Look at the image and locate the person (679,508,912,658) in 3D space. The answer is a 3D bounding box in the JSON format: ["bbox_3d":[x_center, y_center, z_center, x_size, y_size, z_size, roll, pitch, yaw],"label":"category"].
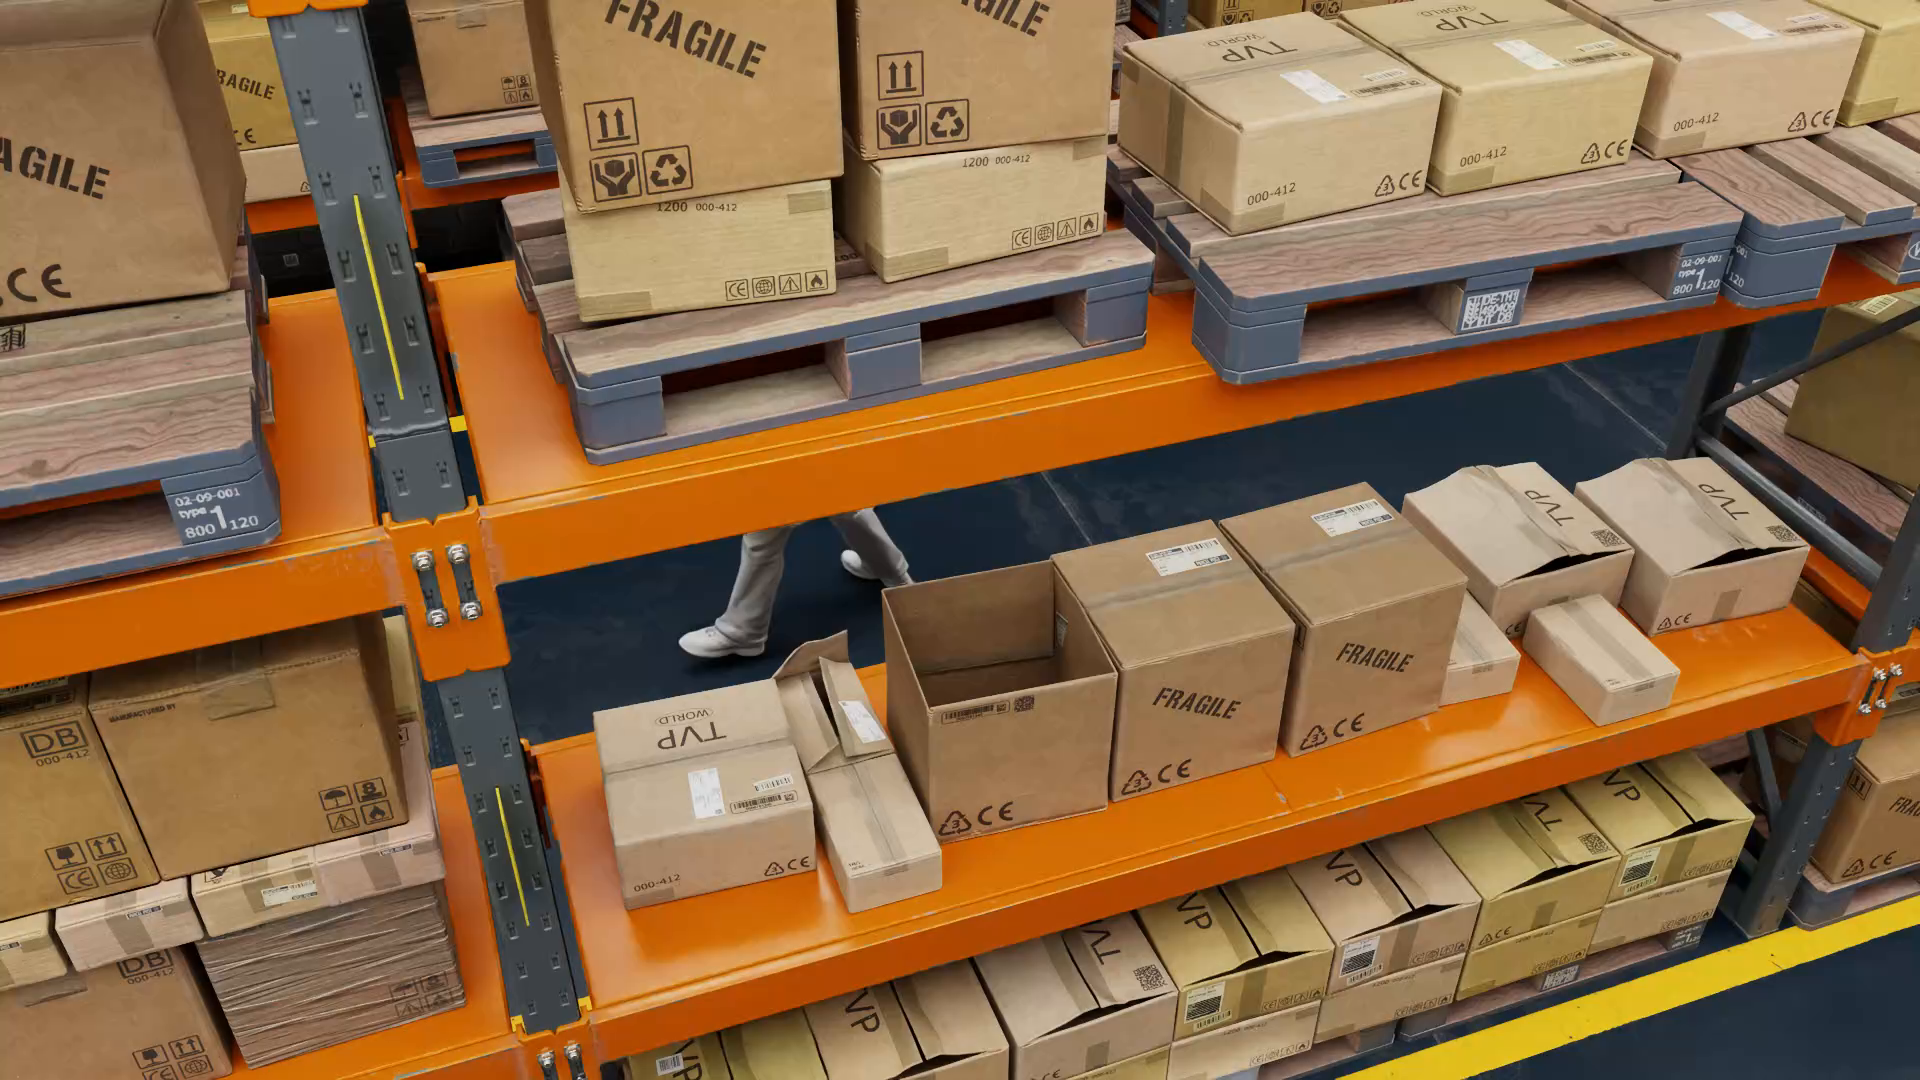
[{"bbox_3d":[-0.692,-0.370,6.654,0.991,1.747,0.659,-4,37,-5],"label":"person"}]
